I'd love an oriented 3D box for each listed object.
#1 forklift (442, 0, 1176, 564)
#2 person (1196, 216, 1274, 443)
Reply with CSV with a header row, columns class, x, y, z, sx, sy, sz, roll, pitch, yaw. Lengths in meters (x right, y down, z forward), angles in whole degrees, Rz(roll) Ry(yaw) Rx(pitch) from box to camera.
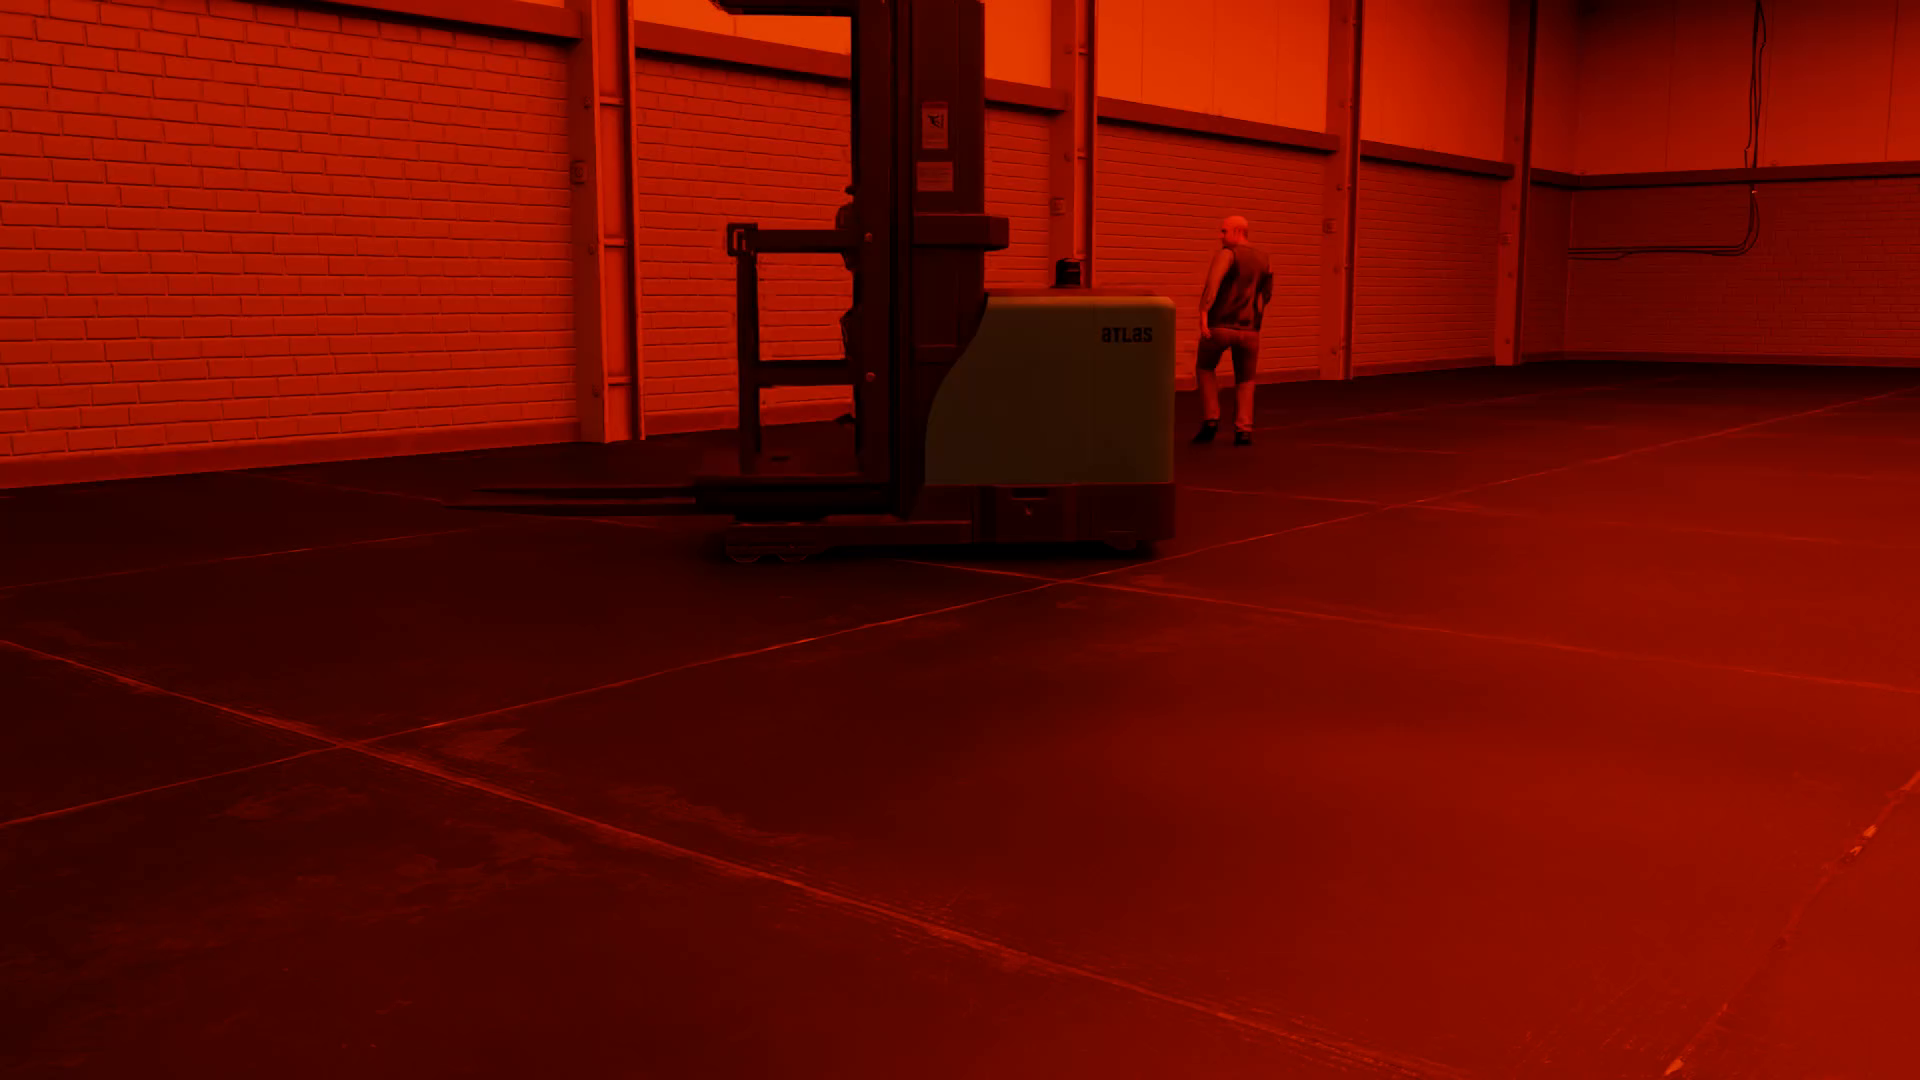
class,x,y,z,sx,sy,sz,roll,pitch,yaw
forklift,-0.643,-1.434,7.084,3.031,2.935,1.130,-1,8,-5
person,1.993,-1.513,12.183,0.659,1.699,0.742,-1,8,-6
